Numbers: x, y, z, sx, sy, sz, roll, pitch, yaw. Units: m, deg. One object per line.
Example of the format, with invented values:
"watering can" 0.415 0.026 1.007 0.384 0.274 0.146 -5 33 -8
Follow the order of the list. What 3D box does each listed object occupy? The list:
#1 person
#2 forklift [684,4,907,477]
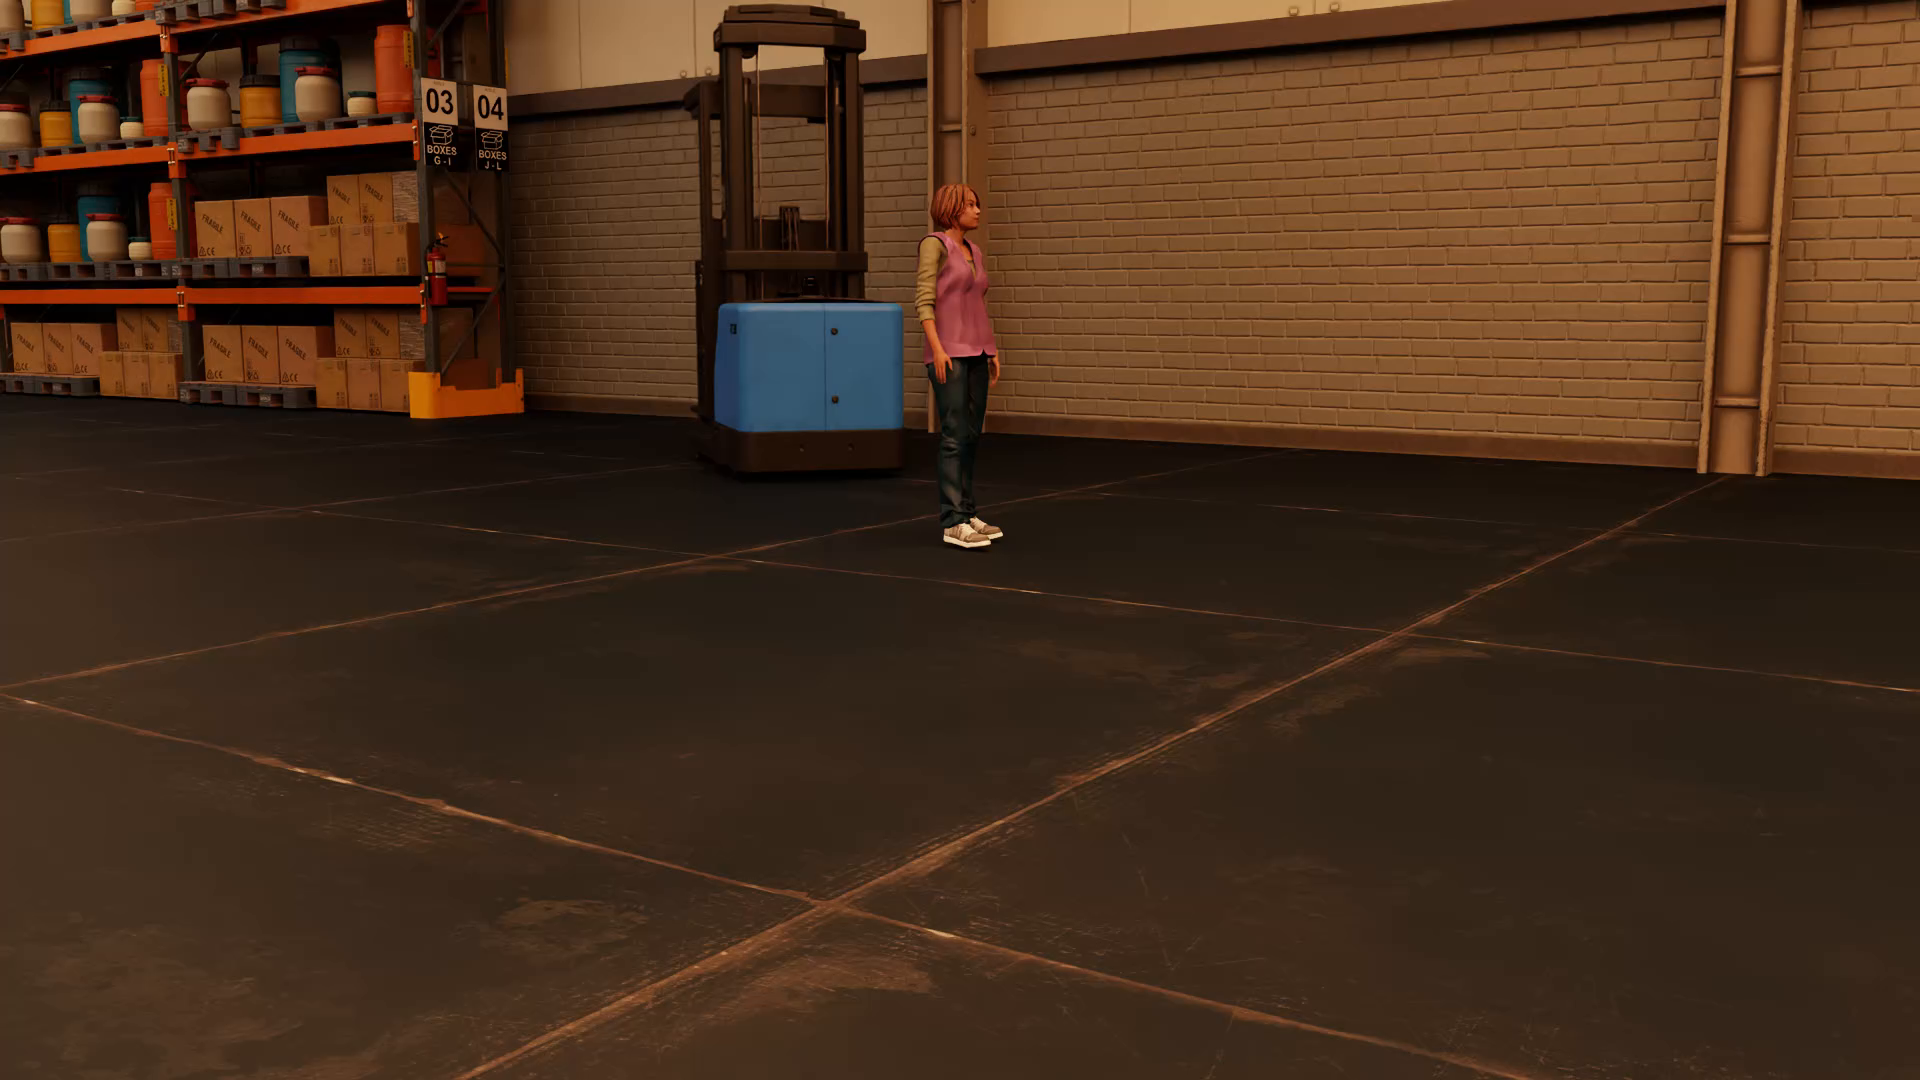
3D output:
"person" 0.054 -0.789 7.437 0.473 1.595 0.520 5 10 34
"forklift" -1.248 -2.005 11.295 1.130 2.935 3.031 -2 8 -17
